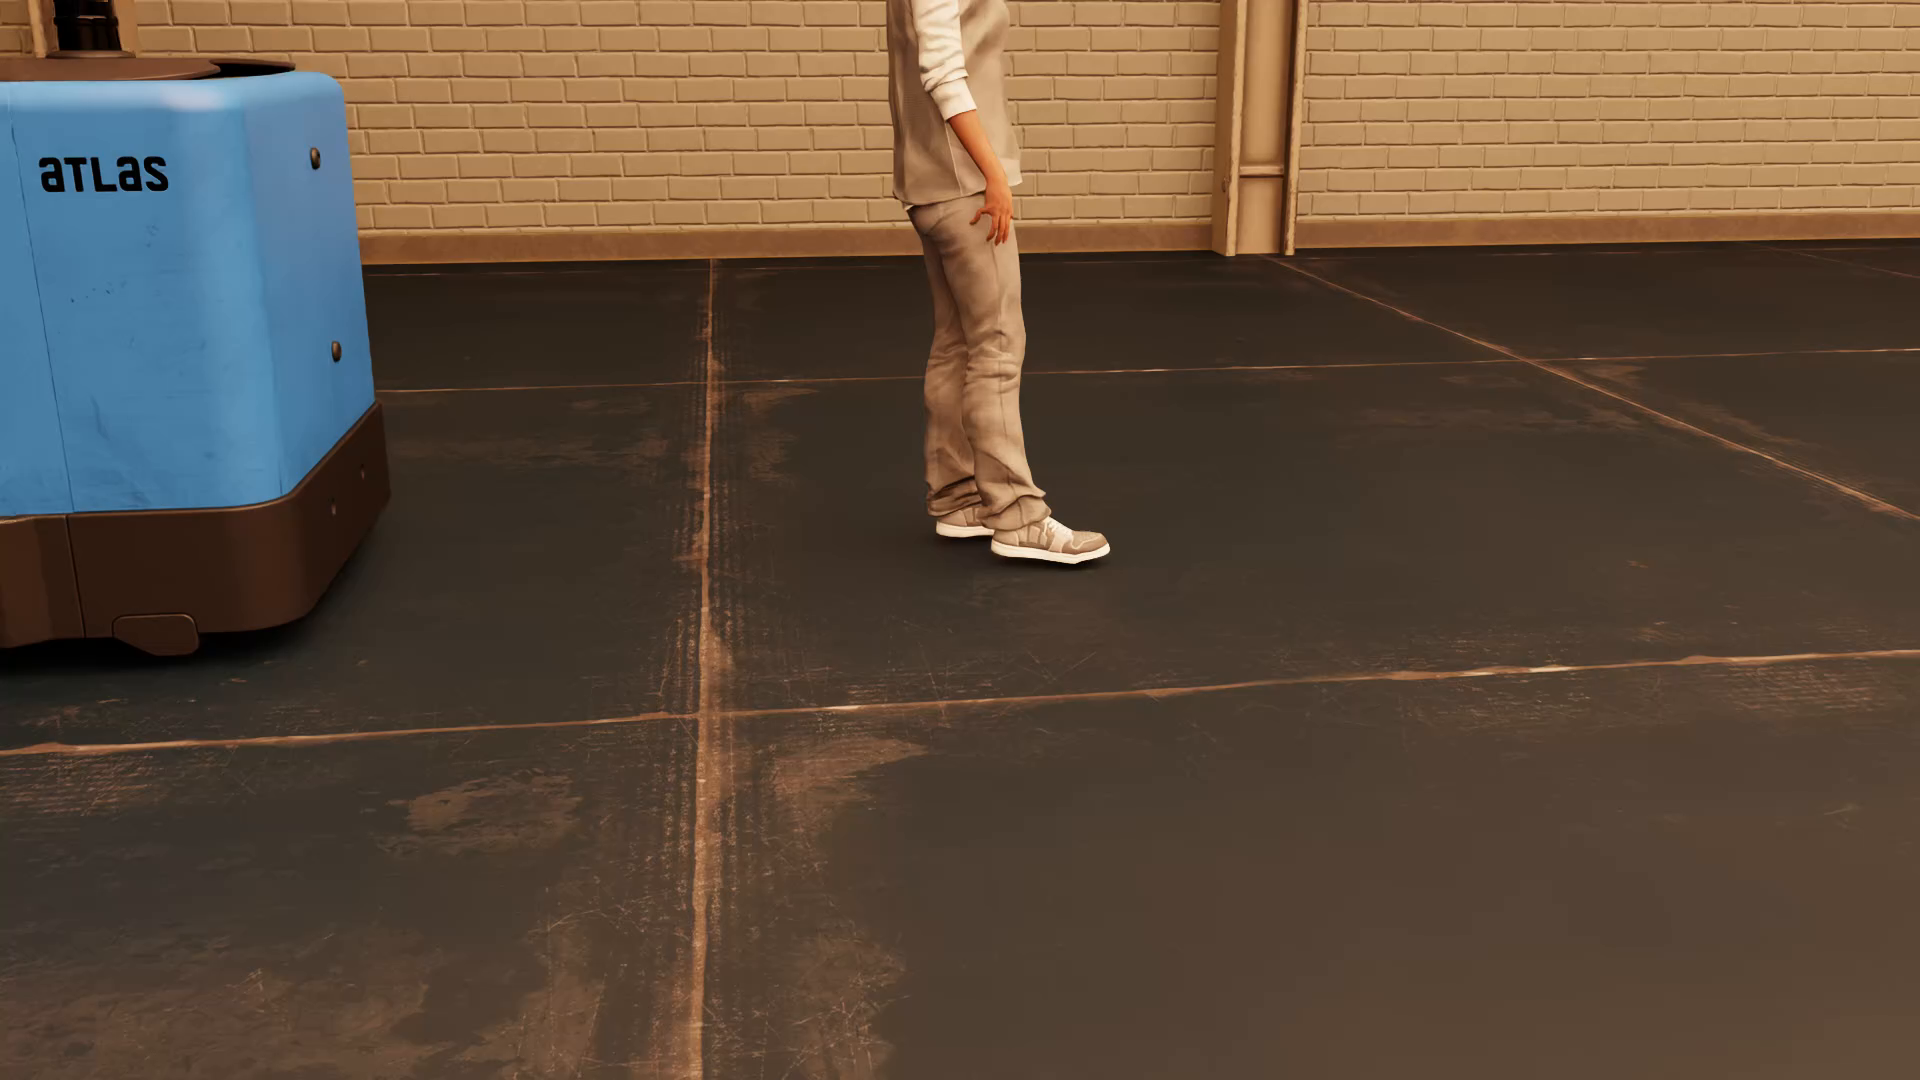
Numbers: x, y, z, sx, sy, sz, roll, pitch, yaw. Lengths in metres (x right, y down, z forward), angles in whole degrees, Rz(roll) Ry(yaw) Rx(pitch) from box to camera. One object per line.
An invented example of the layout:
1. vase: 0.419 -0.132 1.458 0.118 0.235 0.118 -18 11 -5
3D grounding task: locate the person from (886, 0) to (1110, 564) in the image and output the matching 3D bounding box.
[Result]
1. person: 0.076 -0.770 3.731 0.473 1.599 0.521 -2 17 -8

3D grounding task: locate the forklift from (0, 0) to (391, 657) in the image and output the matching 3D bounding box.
1. forklift: -2.829 -1.254 3.048 3.031 2.935 1.130 -2 17 -8
